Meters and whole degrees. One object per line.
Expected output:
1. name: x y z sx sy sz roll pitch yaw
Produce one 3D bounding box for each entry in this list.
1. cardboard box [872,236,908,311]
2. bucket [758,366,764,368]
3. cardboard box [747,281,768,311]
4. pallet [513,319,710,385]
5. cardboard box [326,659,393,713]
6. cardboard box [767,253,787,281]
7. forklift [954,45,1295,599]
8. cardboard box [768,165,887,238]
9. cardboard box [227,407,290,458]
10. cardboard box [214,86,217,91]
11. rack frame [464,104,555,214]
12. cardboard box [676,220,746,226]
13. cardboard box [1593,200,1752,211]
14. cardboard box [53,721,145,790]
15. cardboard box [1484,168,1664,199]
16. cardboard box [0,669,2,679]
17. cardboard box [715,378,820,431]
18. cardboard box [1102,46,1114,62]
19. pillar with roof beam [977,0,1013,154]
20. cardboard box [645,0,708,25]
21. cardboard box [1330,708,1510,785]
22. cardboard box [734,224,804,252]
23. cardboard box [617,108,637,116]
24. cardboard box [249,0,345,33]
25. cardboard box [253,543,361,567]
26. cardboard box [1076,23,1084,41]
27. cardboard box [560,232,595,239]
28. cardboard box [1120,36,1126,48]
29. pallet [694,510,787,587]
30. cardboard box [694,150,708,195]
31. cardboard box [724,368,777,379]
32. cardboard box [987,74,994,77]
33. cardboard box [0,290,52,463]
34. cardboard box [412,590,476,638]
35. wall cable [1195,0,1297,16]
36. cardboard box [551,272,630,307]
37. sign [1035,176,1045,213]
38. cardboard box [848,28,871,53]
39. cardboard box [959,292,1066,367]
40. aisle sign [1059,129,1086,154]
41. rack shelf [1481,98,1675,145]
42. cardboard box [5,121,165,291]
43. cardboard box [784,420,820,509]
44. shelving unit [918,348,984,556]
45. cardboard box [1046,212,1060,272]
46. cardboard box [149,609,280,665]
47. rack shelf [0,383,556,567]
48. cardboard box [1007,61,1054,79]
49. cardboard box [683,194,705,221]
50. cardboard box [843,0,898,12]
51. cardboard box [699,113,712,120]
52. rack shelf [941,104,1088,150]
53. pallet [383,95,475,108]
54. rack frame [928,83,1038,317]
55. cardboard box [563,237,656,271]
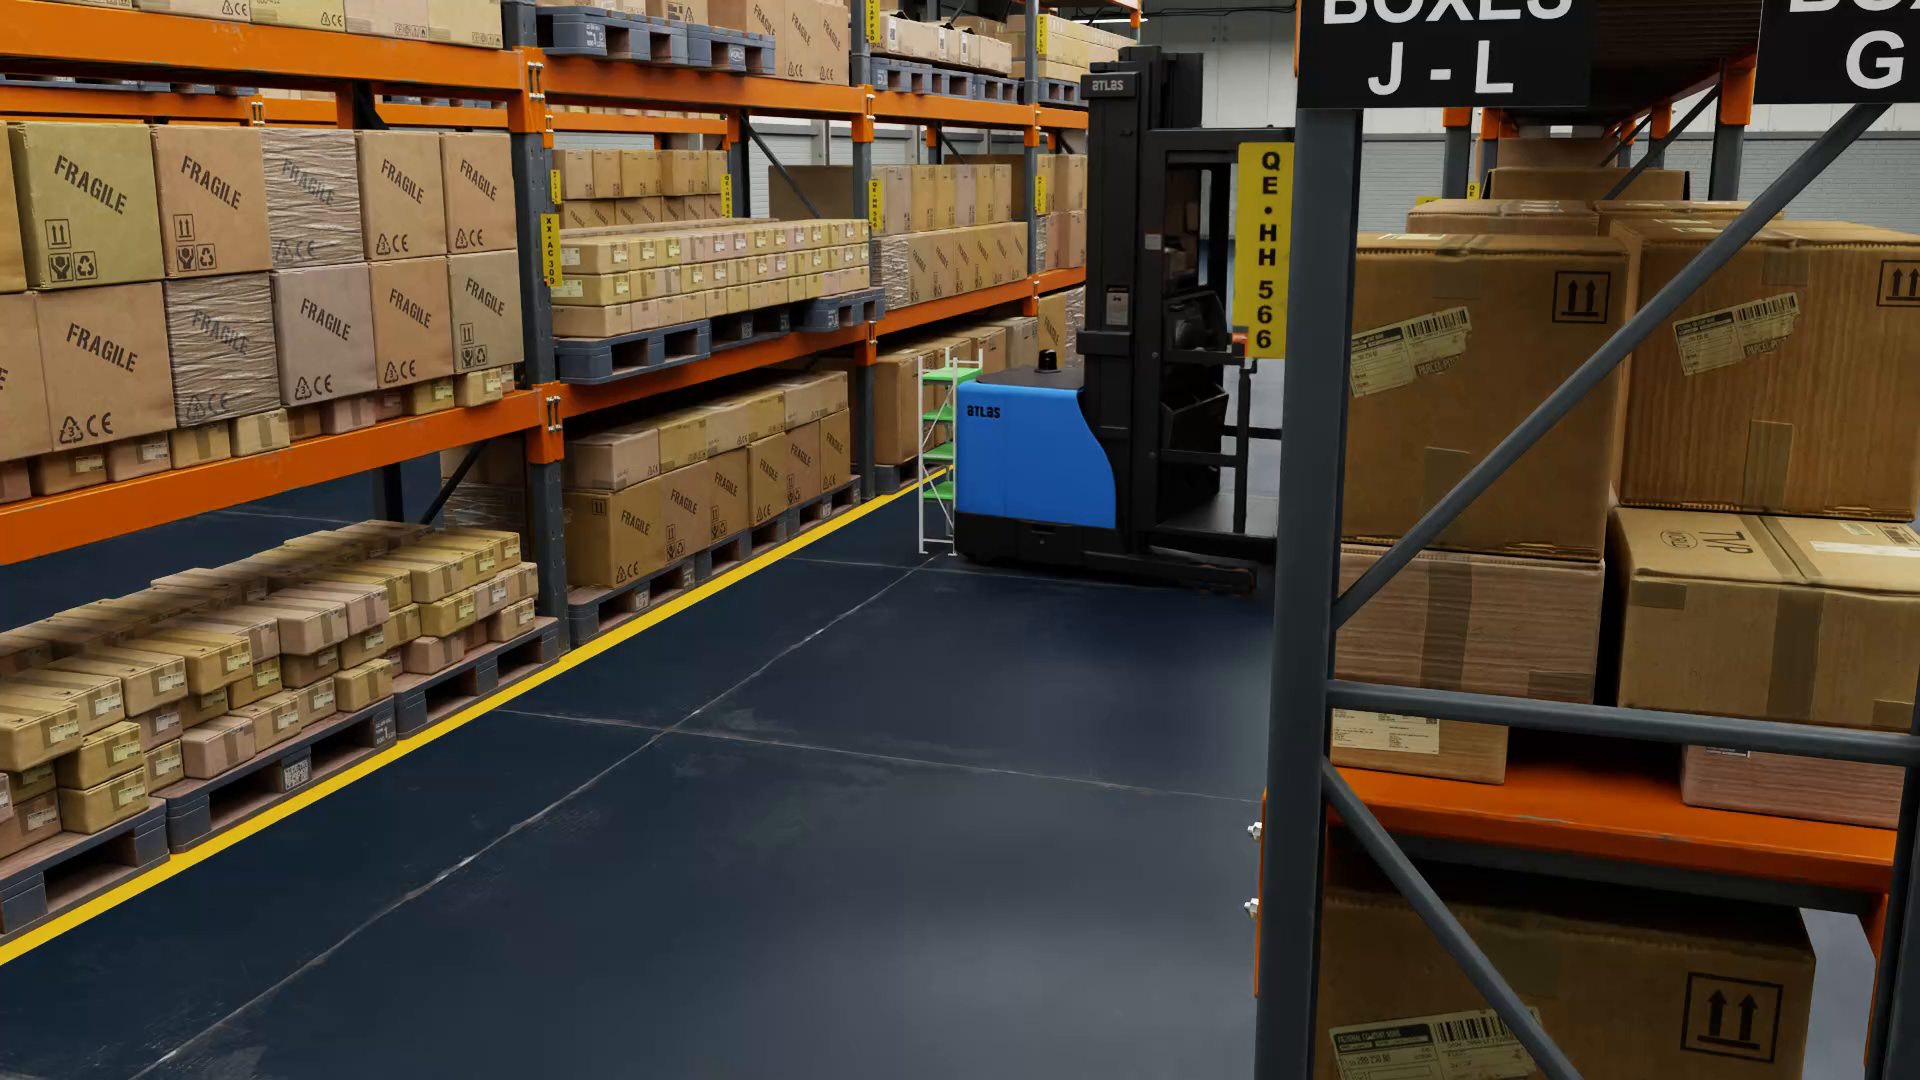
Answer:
1. cardboard box: -0.692 -1.905 11.869 0.500 0.500 0.500 5 14 19
2. bucket: -1.936 -1.963 16.289 0.726 0.611 0.620 10 26 38
3. cardboard box: -1.322 -1.399 9.498 0.380 0.149 0.250 4 13 16
4. pallet: -2.002 -0.996 8.541 1.003 0.211 1.213 4 14 18
5. cardboard box: -2.526 0.571 6.707 0.380 0.149 0.250 4 14 18
6. cardboard box: -1.237 -1.600 9.709 0.380 0.149 0.250 5 14 20
7. forklift: 1.512 -1.243 9.347 3.031 2.935 1.130 7 14 27
8. cardboard box: -0.938 -2.411 11.839 0.700 0.500 0.500 4 14 18
9. cardboard box: -2.695 -0.405 6.087 0.380 0.149 0.250 5 14 20
10. cardboard box: -5.906 -3.538 13.070 0.380 0.149 0.250 4 14 18
11. rack frame: -4.515 -2.959 16.709 1.000 3.000 0.127 4 14 18
12. cardboard box: -1.593 -1.962 10.627 0.380 0.149 0.250 4 14 18
13. cardboard box: 2.378 -0.882 5.595 0.500 0.500 0.500 5 14 20
14. cardboard box: -2.945 0.694 5.502 0.380 0.149 0.250 5 14 20
15. cardboard box: 2.706 -1.377 7.302 0.797 0.503 0.637 5 14 19
16. cardboard box: -3.506 0.506 5.655 0.380 0.149 0.250 4 13 16
17. cardboard box: -1.219 -0.863 10.516 0.500 0.250 0.500 5 14 19
18. cardboard box: 1.276 -4.919 17.059 0.500 0.250 0.500 4 14 18
19. pillar with roof beam: 4.784 -13.007 47.252 9.100 9.000 0.548 4 14 18
20. cardboard box: -1.762 -2.972 8.852 0.797 0.503 0.637 4 14 18
21. cardboard box: 0.783 0.305 2.973 0.380 0.149 0.250 5 14 19
22. cardboard box: -1.152 -1.803 9.929 0.380 0.149 0.250 4 14 18
23. cardboard box: -3.682 -4.612 17.775 0.380 0.149 0.250 4 13 17
24. cardboard box: -2.626 -1.994 6.080 0.500 0.250 0.500 4 14 18
25. cardboard box: -2.874 0.124 7.329 0.380 0.149 0.250 4 14 18
26. cardboard box: 0.969 -4.873 15.958 0.380 0.149 0.250 5 14 19
27. cardboard box: -2.185 -1.576 8.936 0.380 0.149 0.250 4 14 18
28. cardboard box: 1.543 -5.246 17.594 0.380 0.149 0.250 5 14 19
29. pallet: -1.743 -0.001 10.019 1.003 0.211 1.213 4 14 18
30. cardboard box: -3.350 -4.253 19.239 0.700 0.500 0.500 4 14 19
31. cardboard box: -1.545 -1.005 11.139 0.500 0.250 0.500 4 13 16
32. cardboard box: 0.099 -4.370 15.546 0.380 0.149 0.250 5 14 19
33. cardboard box: -3.125 -0.480 4.955 0.500 0.500 0.500 4 14 19
34. cardboard box: -2.333 0.306 7.201 0.380 0.149 0.250 4 13 16
35. wall cable: 8.403 -16.590 48.359 3.097 2.526 0.112 4 14 18
36. cardboard box: -1.824 -1.216 8.027 0.380 0.149 0.250 5 14 19
37. sign: 0.718 -3.112 14.959 0.100 0.325 0.005 4 14 18
38. cardboard box: -0.833 -3.433 11.445 0.380 0.149 0.250 4 13 16
39. cardboard box: 0.472 -1.920 15.989 0.875 0.875 0.875 5 14 19
40. aisle sign: 1.235 -4.770 18.802 0.394 0.787 0.004 4 14 18
41. rack shelf: 4.215 -2.936 11.484 1.077 0.370 4.000 4 14 18
42. cardboard box: -2.938 -1.068 5.286 0.500 0.500 0.500 4 13 17
43. cardboard box: -1.229 -0.501 10.615 0.500 0.500 0.500 5 14 21
44. shelving unit: -0.054 -0.550 10.202 0.258 1.200 0.503 4 14 18
45. cardboard box: 0.466 -2.892 16.083 0.875 0.550 0.550 4 14 18
46. cardboard box: -2.792 0.374 6.234 0.380 0.149 0.250 4 14 19
47. rack shelf: -3.034 -0.167 6.096 1.077 0.370 4.000 4 14 18
48. cardboard box: 0.641 -4.269 15.106 0.380 0.149 0.250 4 13 17
49. cardboard box: -3.302 -3.755 19.307 0.500 0.500 0.500 4 14 19
50. cardboard box: -0.795 -3.932 12.840 0.500 0.500 0.500 4 14 18
51. cardboard box: -3.121 -4.991 19.436 0.380 0.149 0.250 4 14 19
52. rack shelf: 0.849 -4.156 16.832 1.077 0.370 4.000 4 14 18
53. pallet: -5.148 -3.988 14.903 1.213 0.211 1.003 4 14 18
54. rack frame: 0.202 -2.623 15.241 1.000 3.000 0.127 4 14 18
55. cardboard box: -1.739 -1.420 8.253 0.380 0.149 0.250 5 14 20
